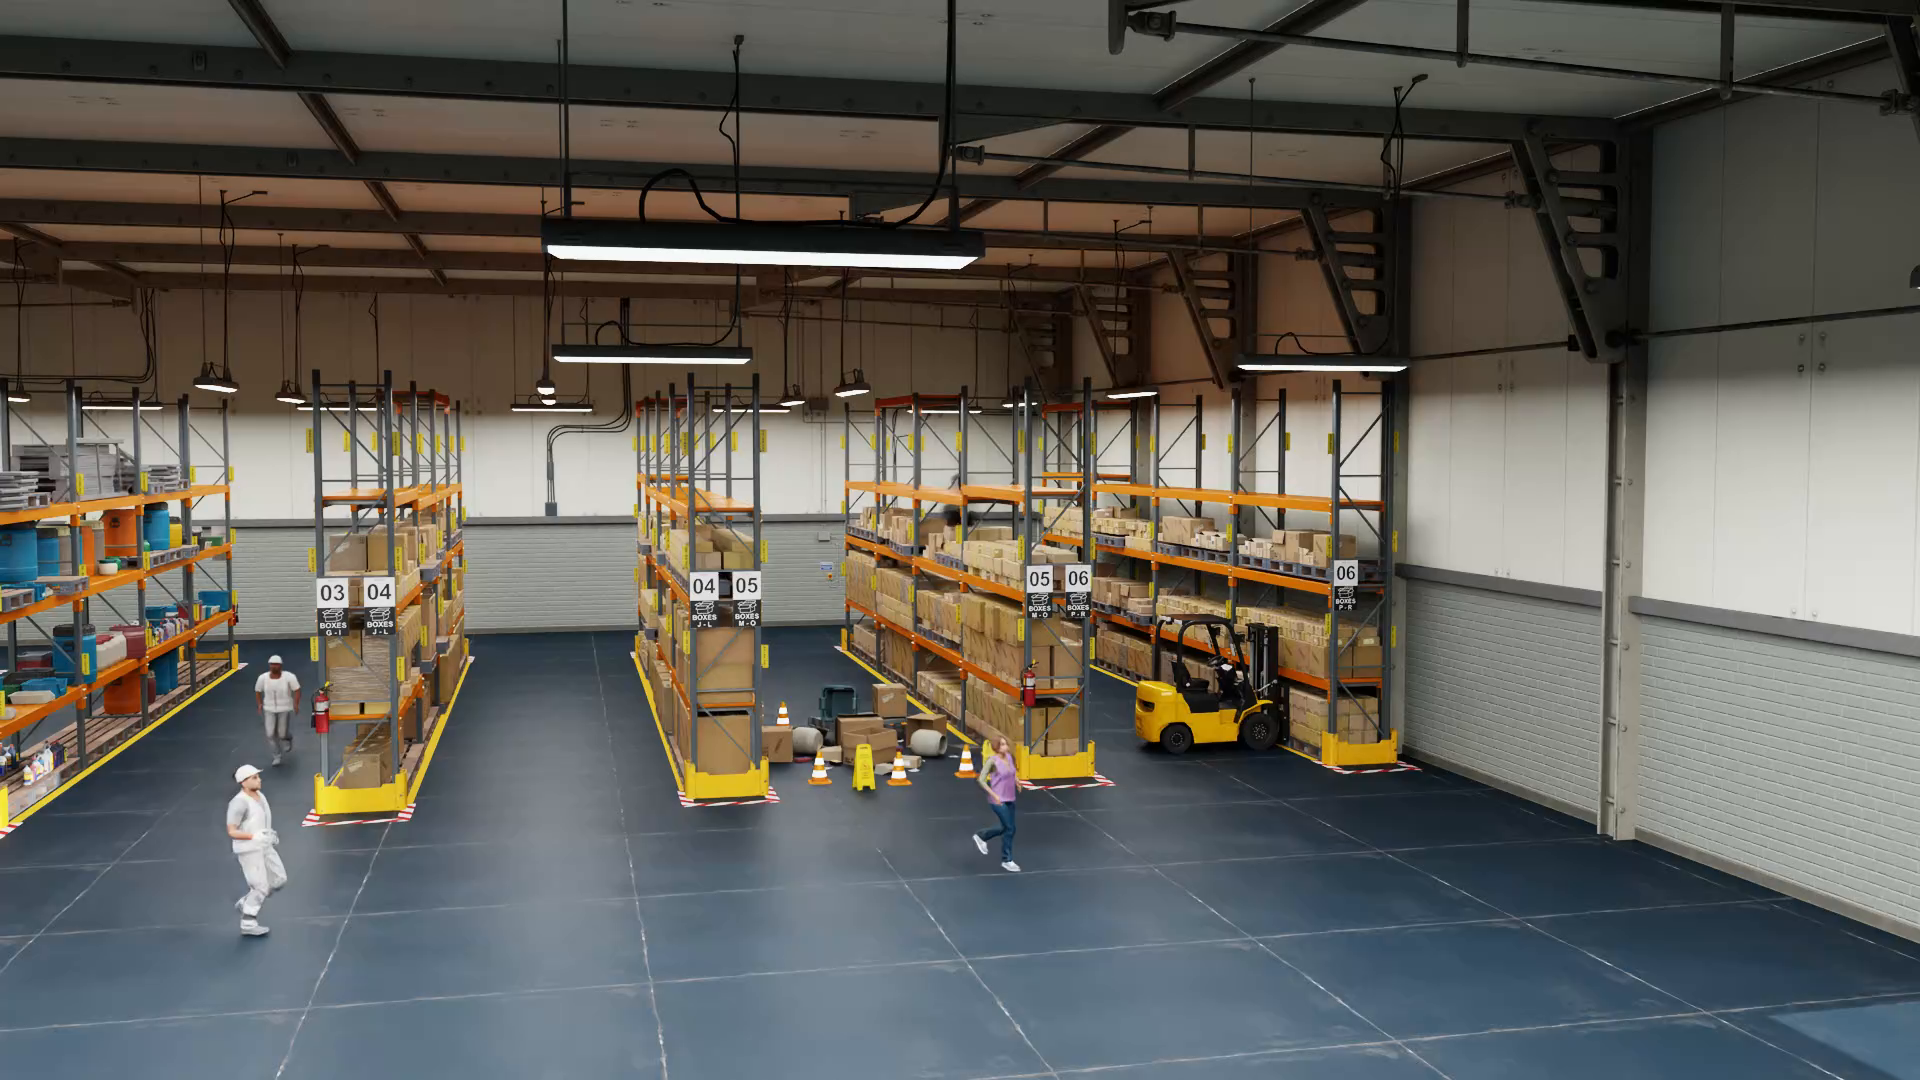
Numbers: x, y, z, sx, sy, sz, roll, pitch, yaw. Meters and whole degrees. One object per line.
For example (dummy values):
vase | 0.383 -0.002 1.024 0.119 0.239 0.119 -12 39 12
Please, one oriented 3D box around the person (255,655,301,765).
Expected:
person | -10.701 2.647 26.088 0.682 1.710 0.623 -1 3 -12

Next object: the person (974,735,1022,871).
person | 0.444 3.099 19.669 0.669 1.568 0.534 3 4 39

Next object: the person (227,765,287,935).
person | -7.141 3.148 16.910 0.598 1.740 0.648 0 3 8
